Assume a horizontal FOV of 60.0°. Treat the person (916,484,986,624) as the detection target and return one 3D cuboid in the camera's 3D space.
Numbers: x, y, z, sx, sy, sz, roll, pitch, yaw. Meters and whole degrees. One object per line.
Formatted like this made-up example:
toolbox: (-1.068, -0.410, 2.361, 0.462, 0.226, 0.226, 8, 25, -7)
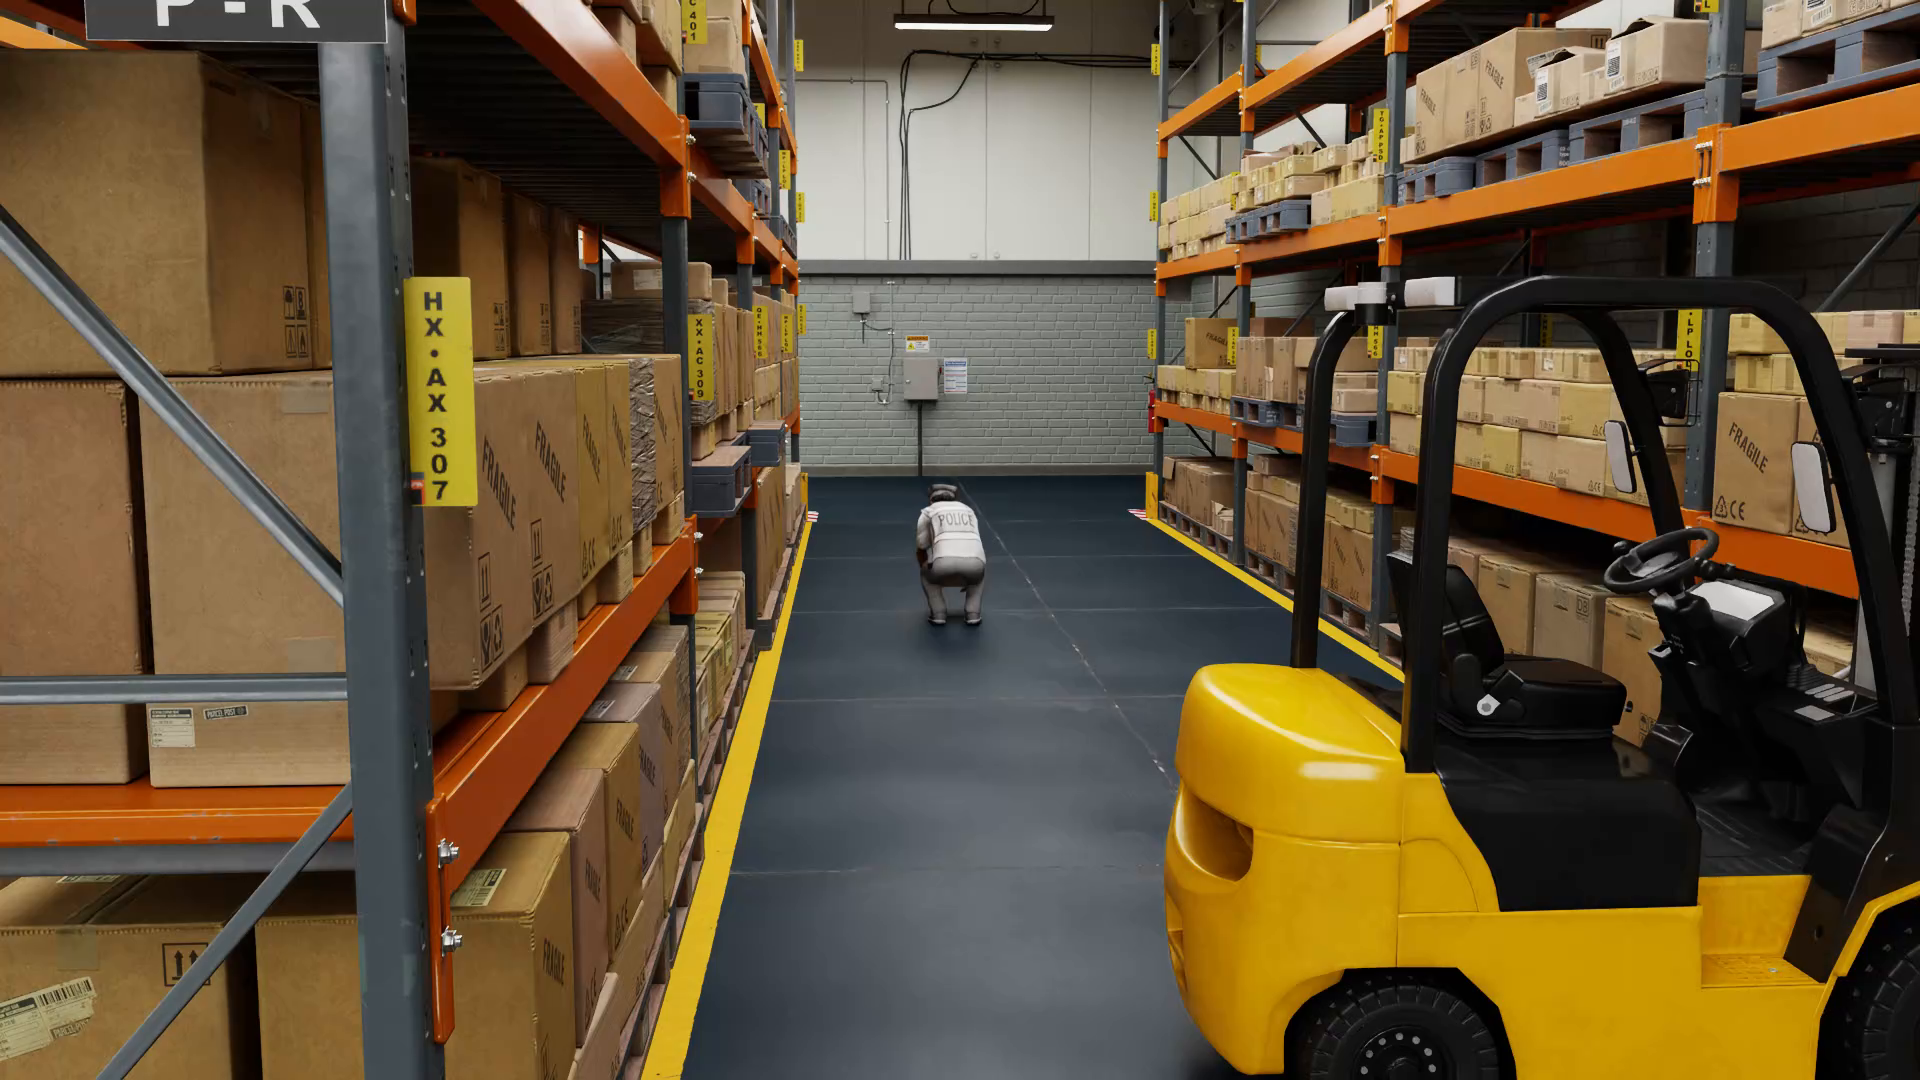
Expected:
person: (-0.062, 0.099, 11.873, 0.485, 0.961, 0.837, 0, 7, -4)
